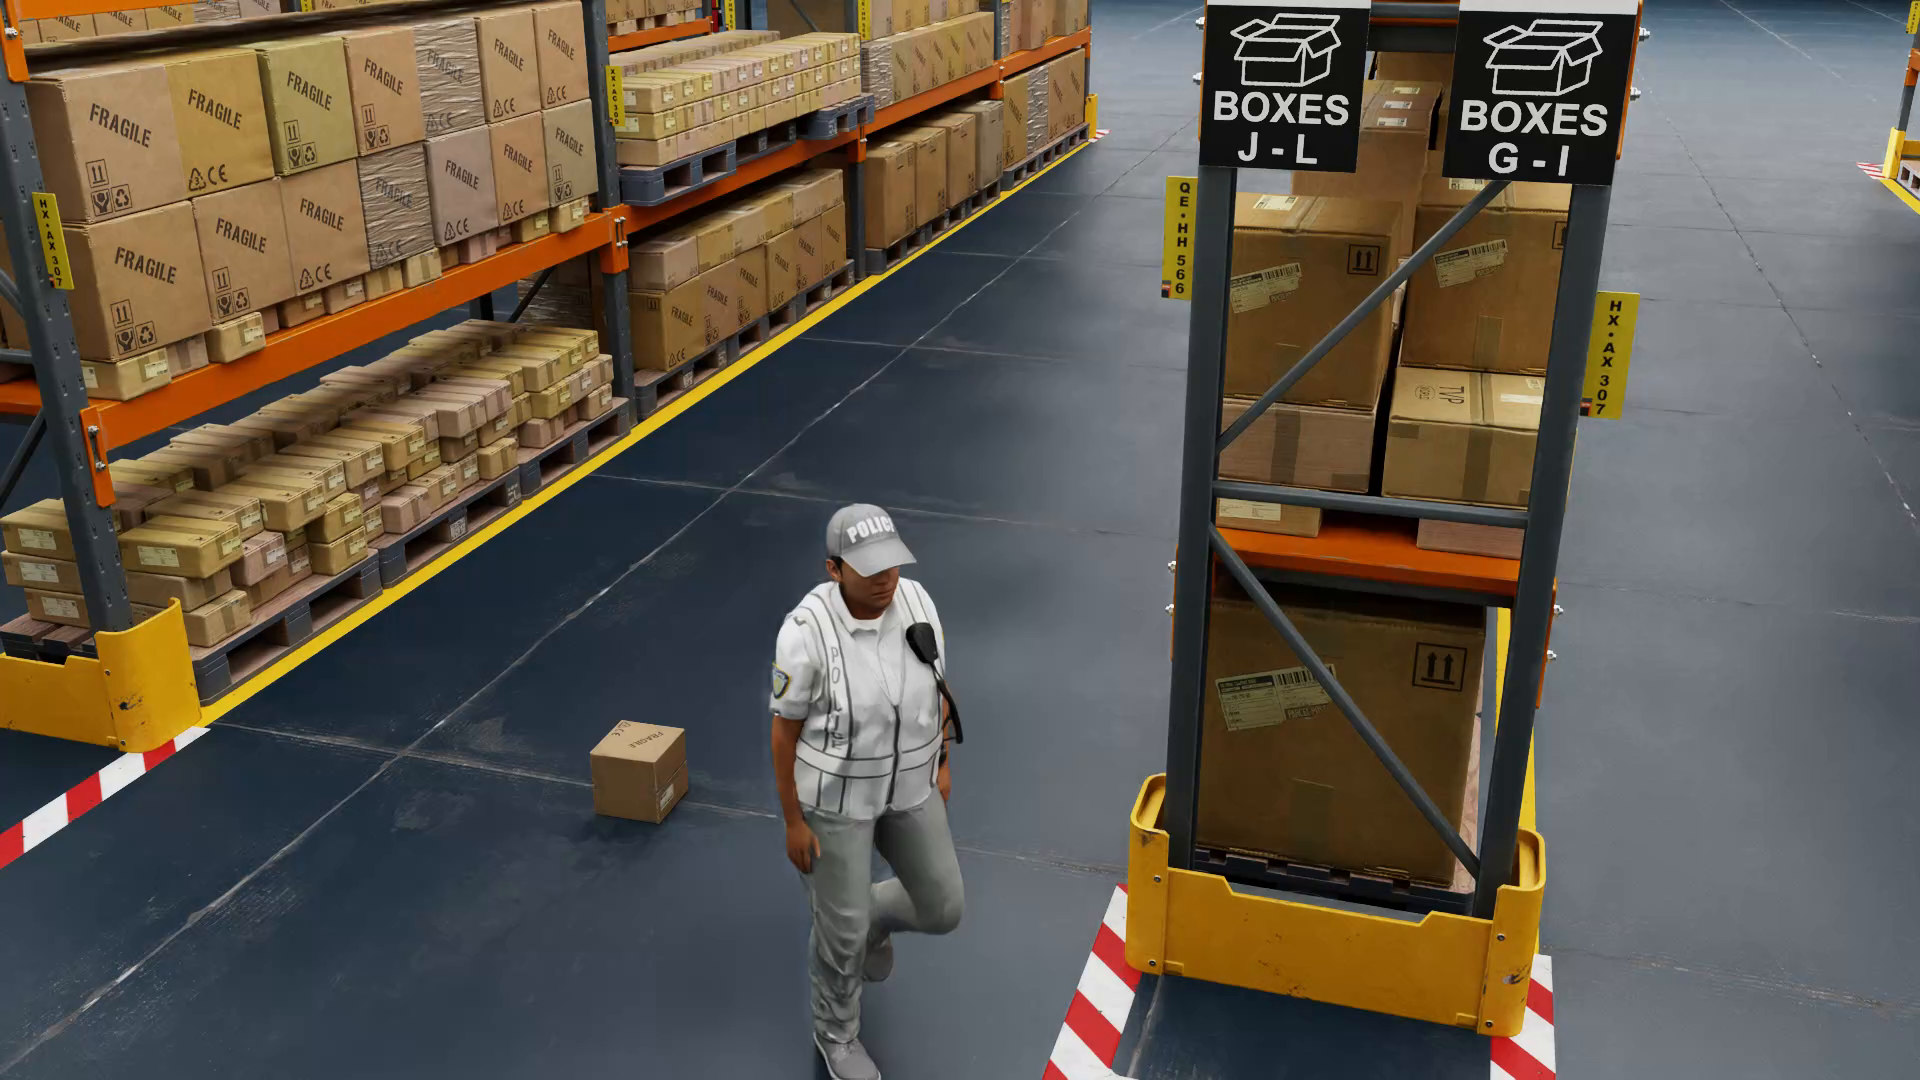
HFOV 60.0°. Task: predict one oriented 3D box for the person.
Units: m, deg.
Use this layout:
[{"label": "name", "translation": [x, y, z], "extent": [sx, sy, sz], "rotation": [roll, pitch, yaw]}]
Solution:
[{"label": "person", "translation": [-0.269, 0.646, 4.448], "extent": [0.529, 1.648, 0.538], "rotation": [-13, 25, -29]}]
